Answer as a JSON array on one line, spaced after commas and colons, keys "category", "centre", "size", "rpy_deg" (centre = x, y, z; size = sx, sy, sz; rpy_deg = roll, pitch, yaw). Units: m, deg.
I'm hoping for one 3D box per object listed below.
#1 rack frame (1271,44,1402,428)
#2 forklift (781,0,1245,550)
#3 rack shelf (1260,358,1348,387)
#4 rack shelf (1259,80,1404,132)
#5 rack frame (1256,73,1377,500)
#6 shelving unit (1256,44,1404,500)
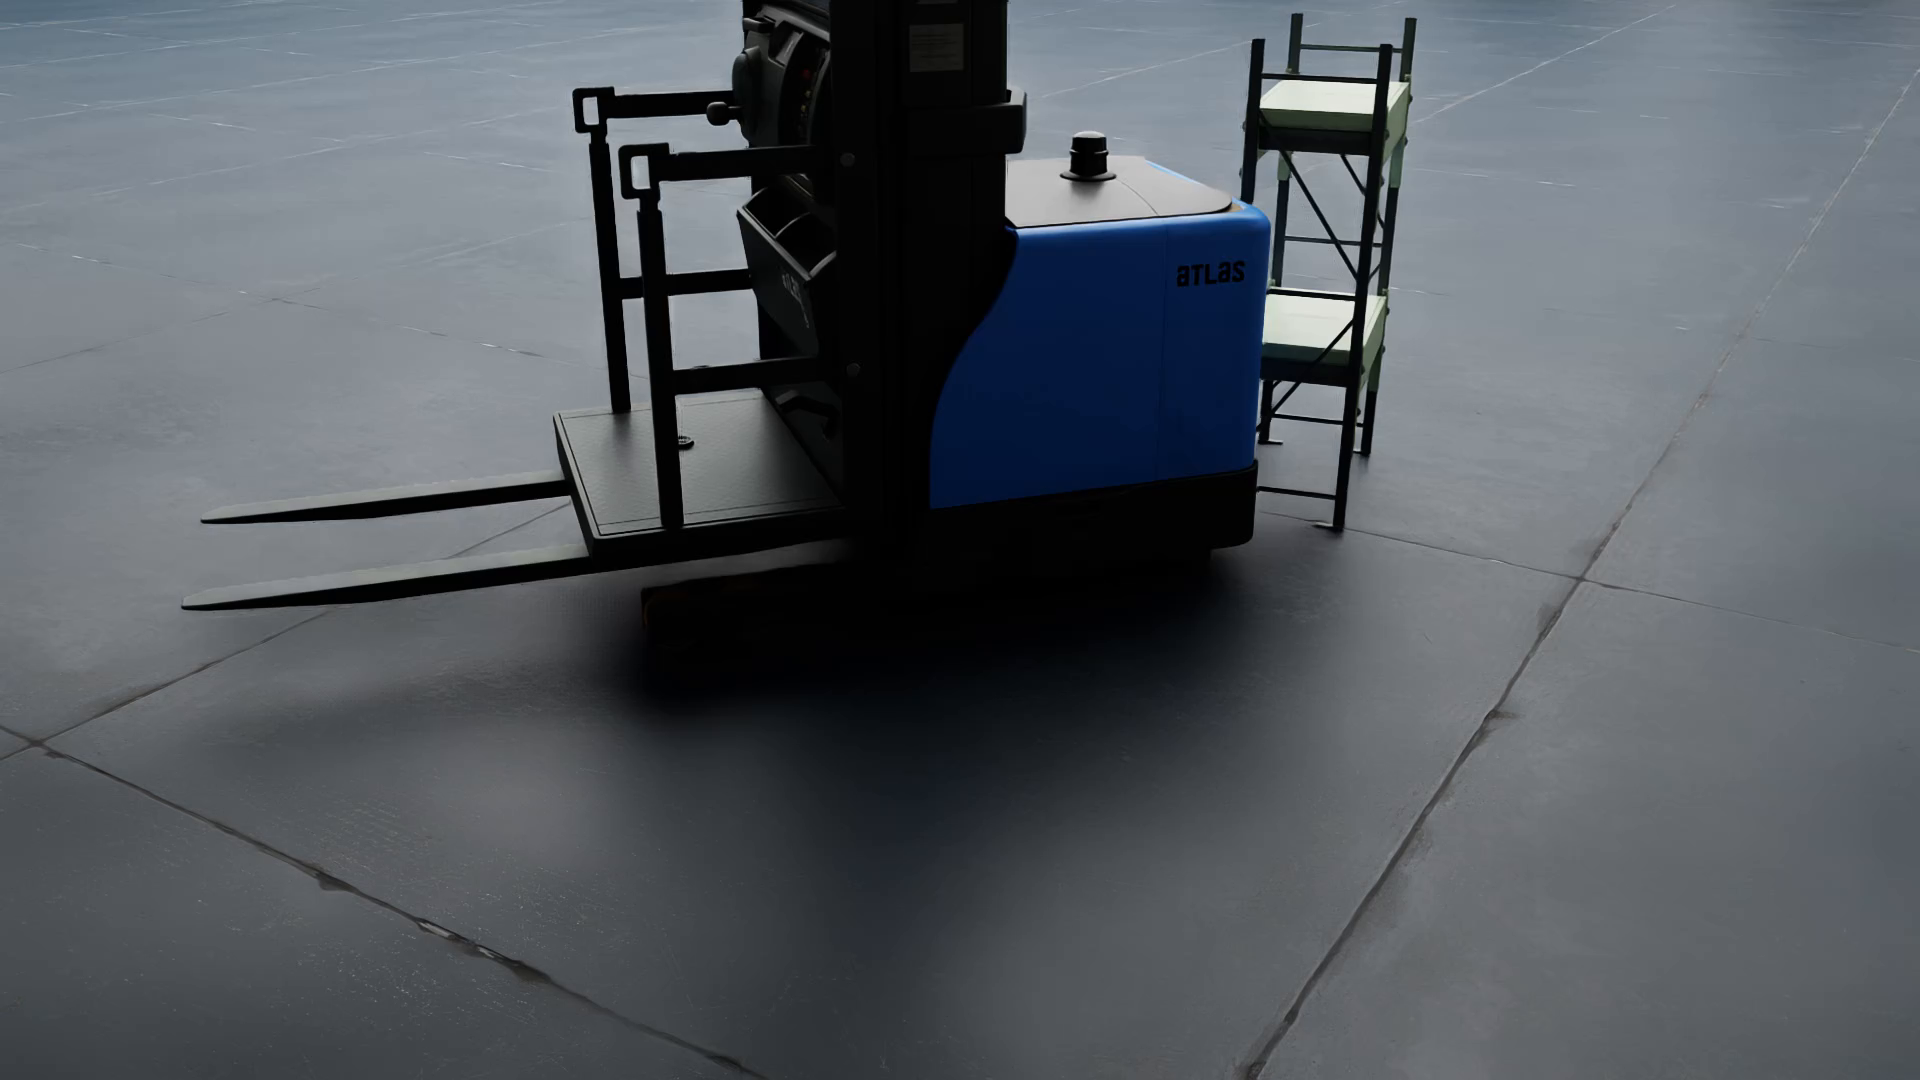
[{"category": "rack frame", "centre": [1.286, -1.025, 5.728], "size": [0.380, 1.308, 0.010], "rpy_deg": [8, 25, 18]}, {"category": "forklift", "centre": [-0.678, -1.284, 4.527], "size": [3.031, 2.935, 1.109], "rpy_deg": [-8, 25, -17]}, {"category": "rack shelf", "centre": [1.163, -0.654, 5.513], "size": [0.332, 0.071, 0.664], "rpy_deg": [8, 25, 18]}, {"category": "rack shelf", "centre": [1.165, -1.368, 5.203], "size": [0.368, 0.052, 0.686], "rpy_deg": [8, 25, 18]}, {"category": "rack frame", "centre": [1.044, -0.750, 5.094], "size": [0.380, 1.308, 0.010], "rpy_deg": [8, 25, 18]}, {"category": "shelving unit", "centre": [1.165, -0.887, 5.411], "size": [0.380, 1.308, 0.742], "rpy_deg": [8, 25, 18]}]
